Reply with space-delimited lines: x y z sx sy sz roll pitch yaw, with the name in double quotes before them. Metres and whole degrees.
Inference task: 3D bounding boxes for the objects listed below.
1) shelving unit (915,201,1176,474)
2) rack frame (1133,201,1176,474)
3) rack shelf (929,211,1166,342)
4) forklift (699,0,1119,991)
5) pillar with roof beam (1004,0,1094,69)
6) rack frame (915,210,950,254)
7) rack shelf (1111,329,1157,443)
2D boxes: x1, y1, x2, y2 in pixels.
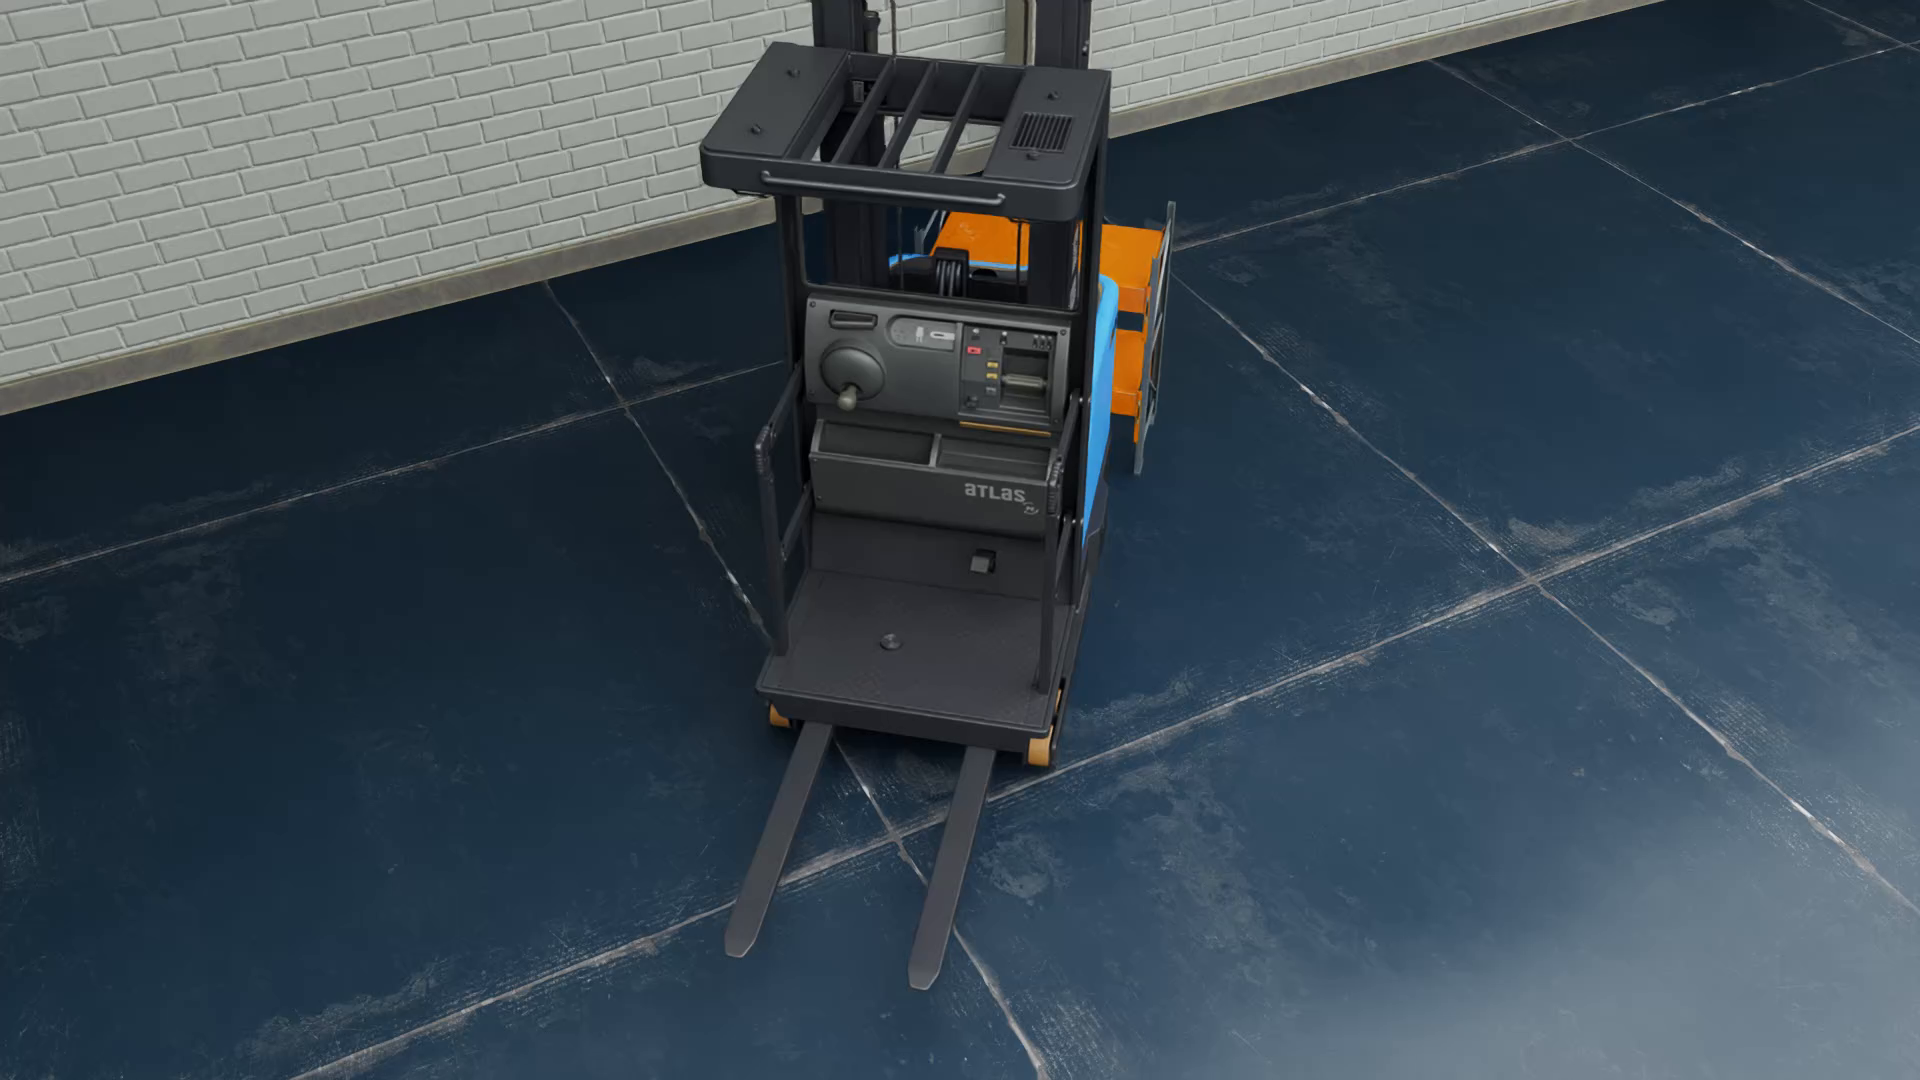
"shelving unit" 0.374 -0.967 7.522 1.048 1.125 0.538 9 41 10
"rack frame" 0.868 -0.890 7.430 0.032 1.125 0.500 9 41 10
"rack shelf" 0.374 -1.191 7.333 1.000 0.278 0.538 9 41 10
"forklift" -0.125 -0.533 5.611 1.130 2.935 3.031 8 41 9
"pillar with roof beam" 2.487 -3.189 4.052 0.400 9.000 9.100 -19 44 -21
"rack frame" -0.119 -1.045 7.614 0.032 1.125 0.500 9 41 10
"rack shelf" 0.374 -0.781 7.680 1.000 0.278 0.538 9 41 10
